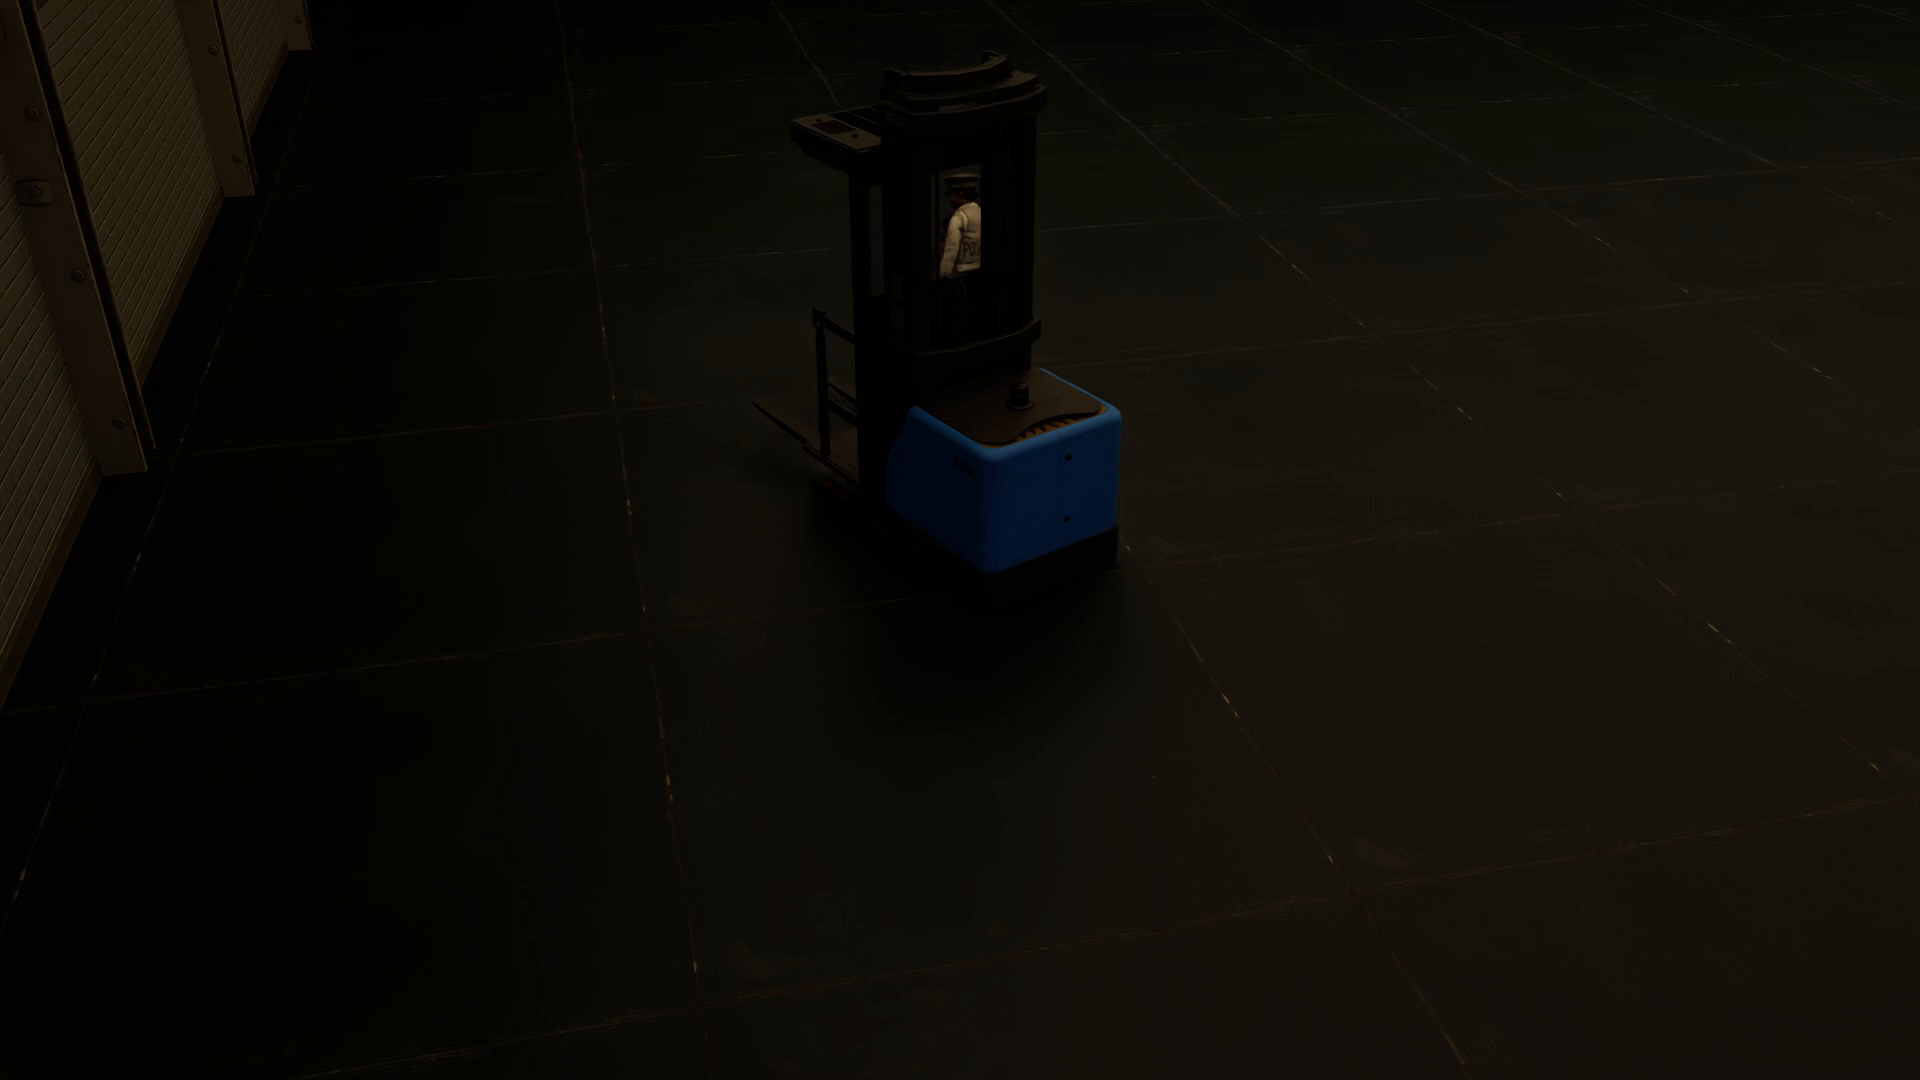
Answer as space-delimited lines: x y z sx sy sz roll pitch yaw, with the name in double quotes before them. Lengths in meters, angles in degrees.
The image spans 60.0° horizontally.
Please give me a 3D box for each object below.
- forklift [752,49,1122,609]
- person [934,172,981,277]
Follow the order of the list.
"forklift" -0.311 -1.551 10.253 1.130 2.935 3.031 -20 36 -31
"person" -0.003 -1.840 12.064 0.383 1.633 0.833 23 37 34
